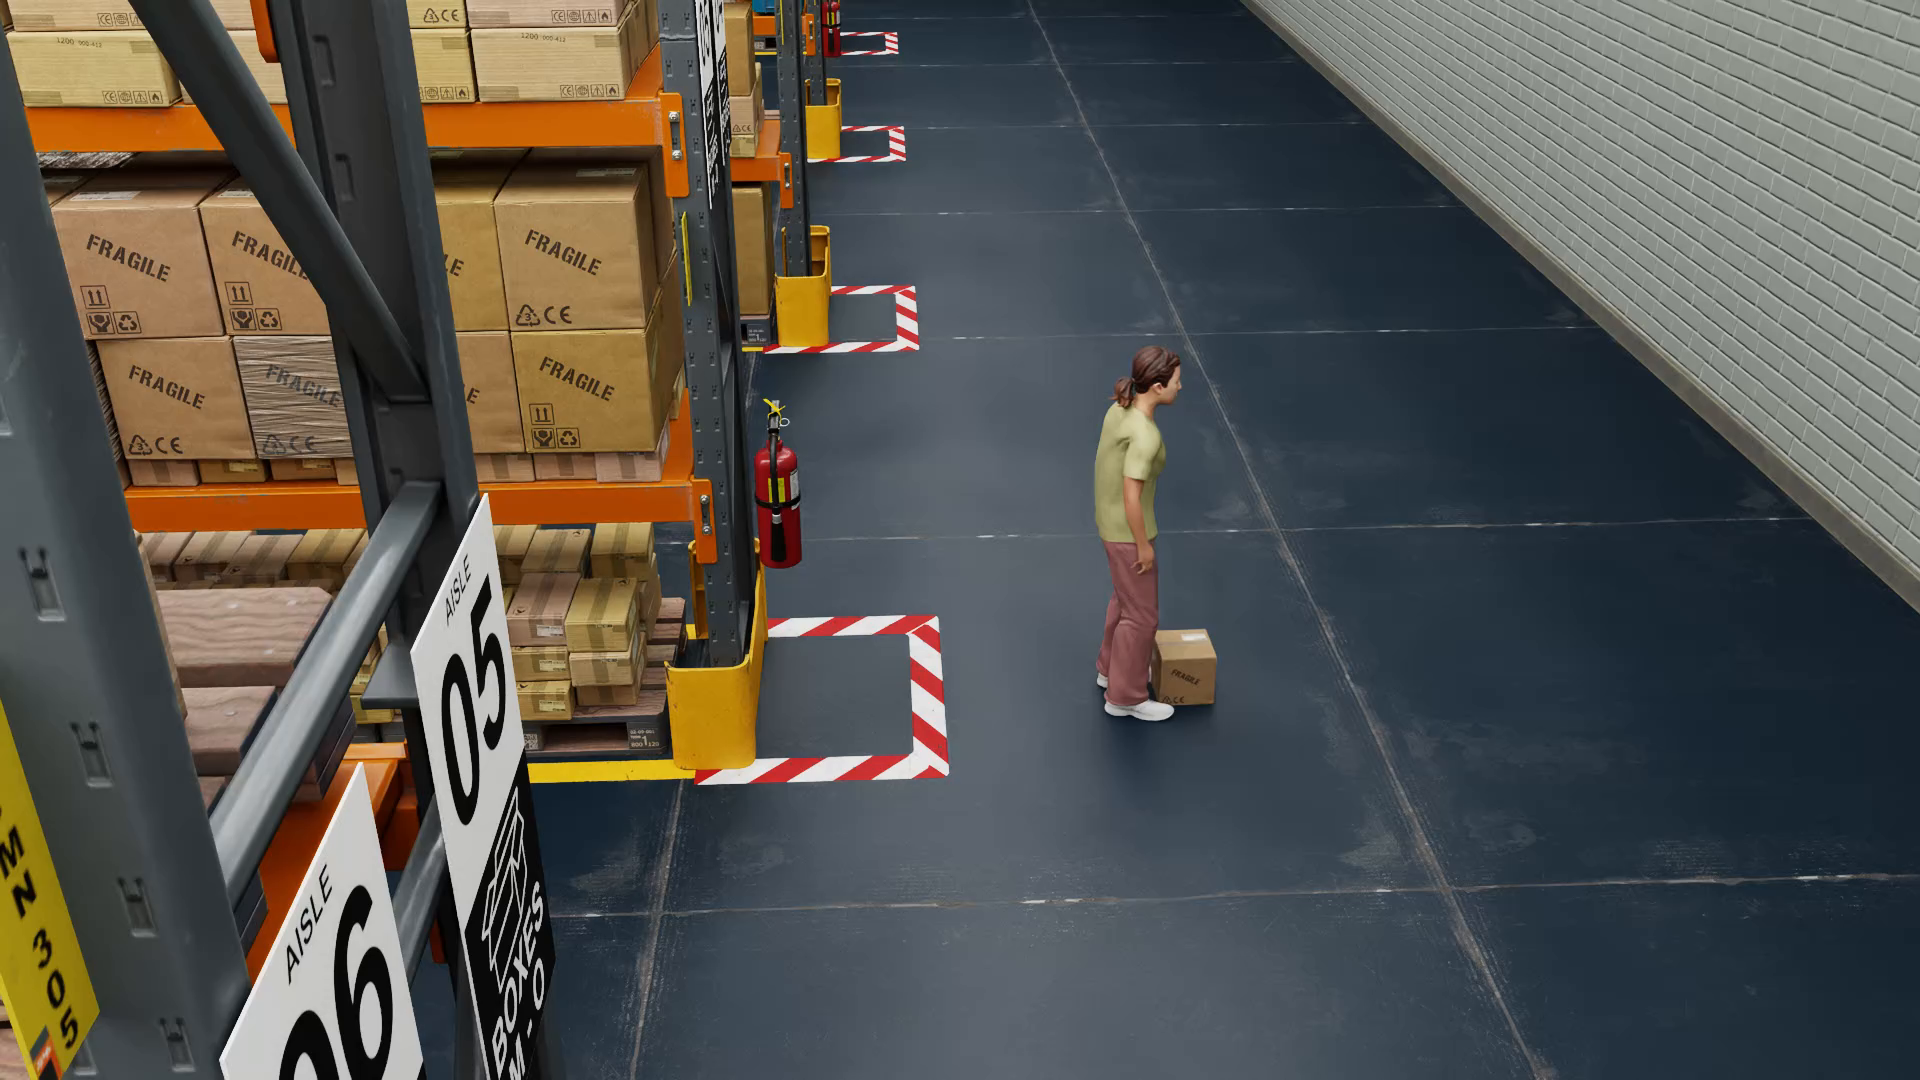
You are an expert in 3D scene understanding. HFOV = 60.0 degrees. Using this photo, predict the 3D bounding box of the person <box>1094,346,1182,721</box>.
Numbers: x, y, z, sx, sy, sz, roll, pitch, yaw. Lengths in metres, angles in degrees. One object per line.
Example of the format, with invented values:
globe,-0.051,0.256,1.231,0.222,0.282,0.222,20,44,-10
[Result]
person,0.762,-0.042,7.202,0.364,1.671,0.503,-3,28,-5
